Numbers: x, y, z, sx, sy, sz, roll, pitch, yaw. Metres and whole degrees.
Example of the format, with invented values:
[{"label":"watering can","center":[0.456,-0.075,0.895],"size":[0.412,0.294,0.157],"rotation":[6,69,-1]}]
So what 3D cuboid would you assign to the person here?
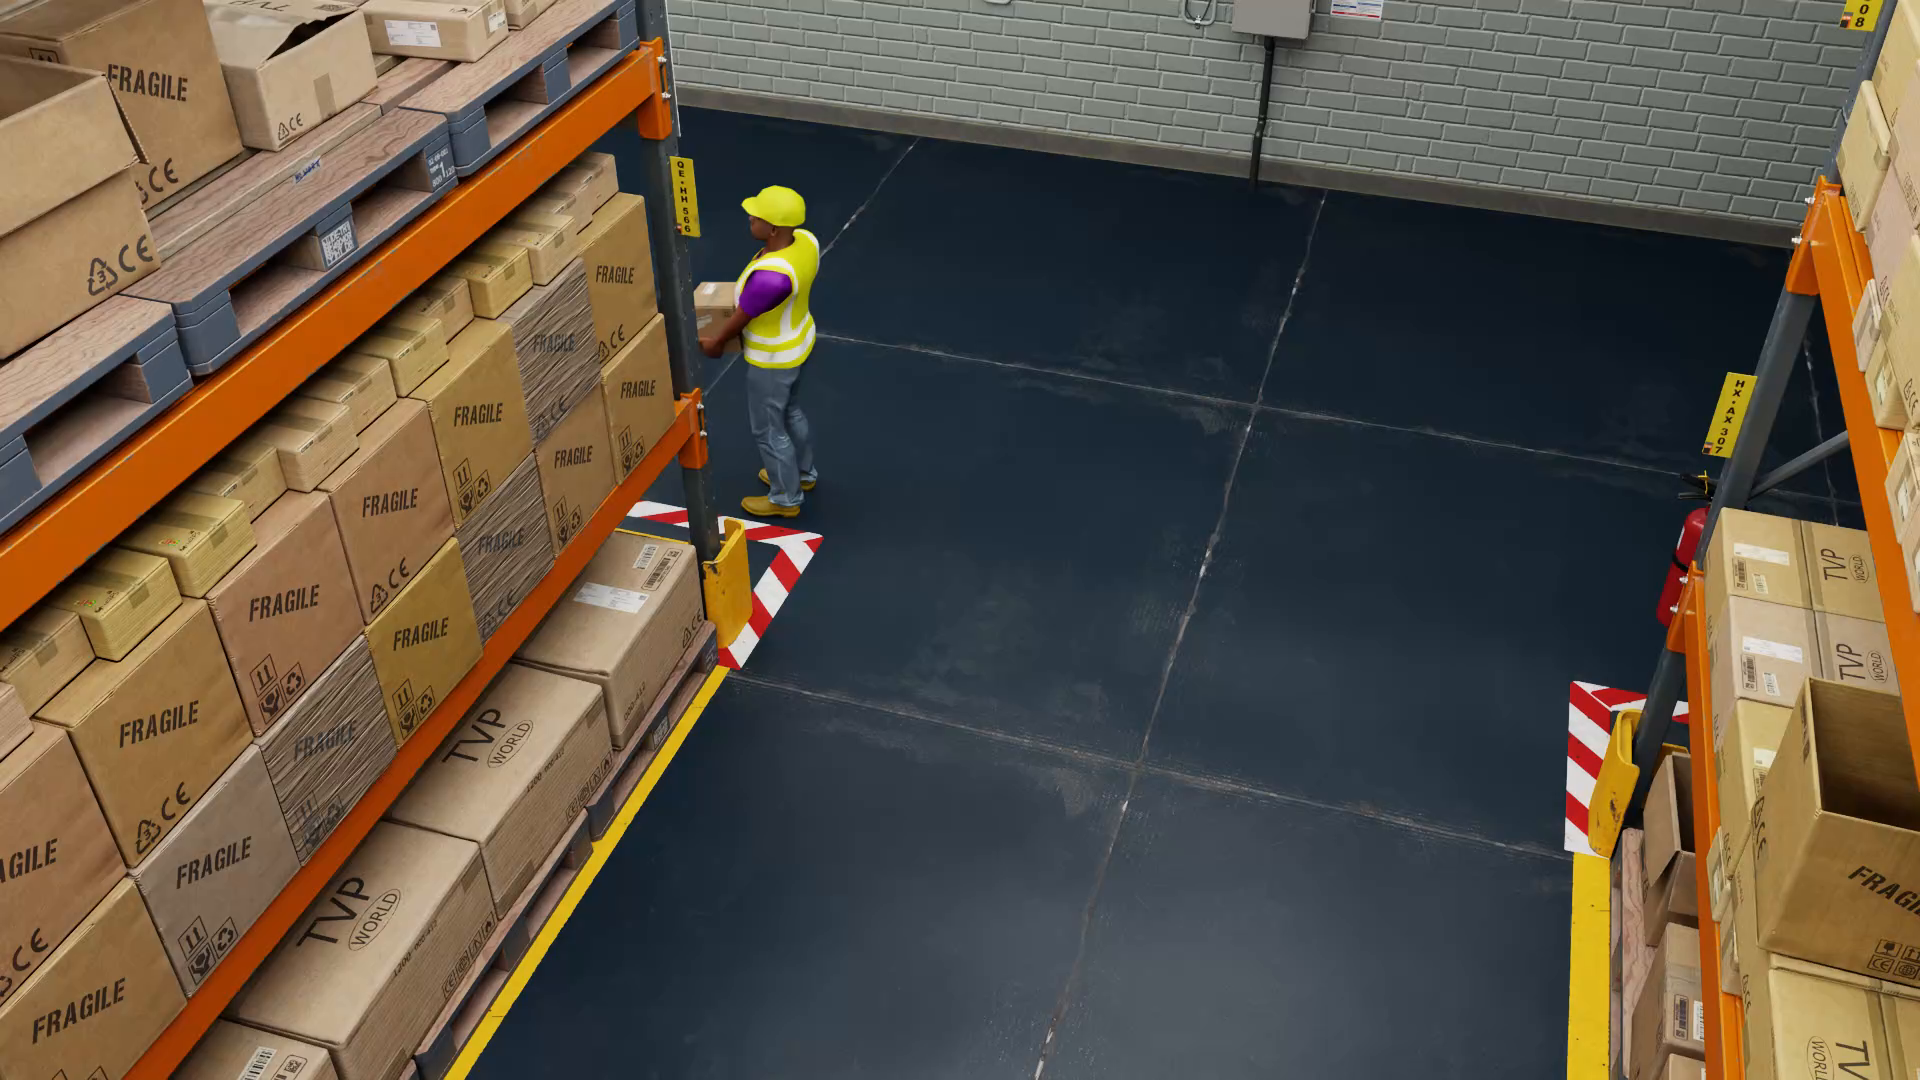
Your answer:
[{"label":"person","center":[-0.981,-0.925,8.112],"size":[0.576,1.761,0.502],"rotation":[8,38,10]}]
